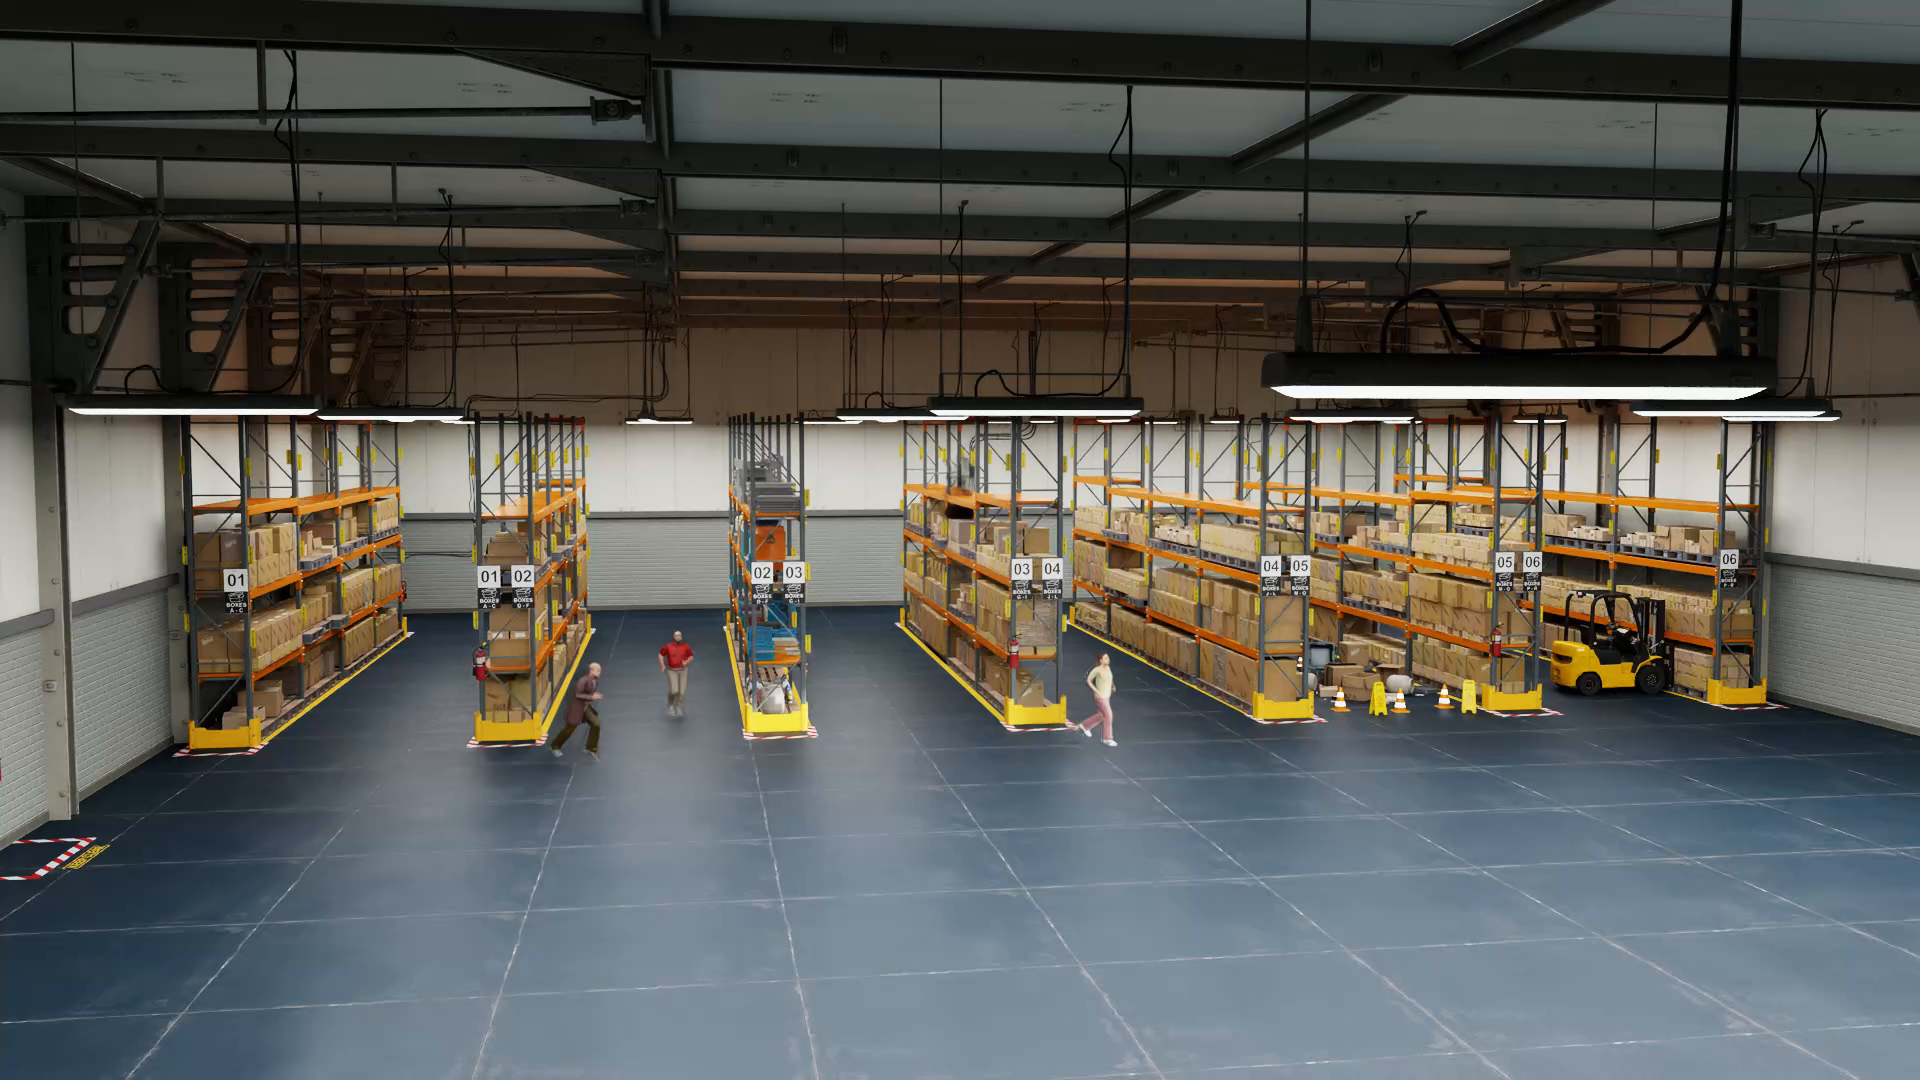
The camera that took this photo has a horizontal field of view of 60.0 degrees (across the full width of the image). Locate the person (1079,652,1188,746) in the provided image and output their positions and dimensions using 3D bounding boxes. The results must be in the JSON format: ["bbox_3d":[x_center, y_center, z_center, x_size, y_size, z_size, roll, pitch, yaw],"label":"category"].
[{"bbox_3d":[3.560,2.494,35.348,5.413,1.690,10.331,3,5,36],"label":"person"}]

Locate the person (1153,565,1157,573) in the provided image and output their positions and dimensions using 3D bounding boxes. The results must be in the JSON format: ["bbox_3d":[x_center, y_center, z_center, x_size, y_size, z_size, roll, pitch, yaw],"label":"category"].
[{"bbox_3d":[5.536,1.590,47.732,0.646,1.771,0.688,-2,4,-23],"label":"person"}]

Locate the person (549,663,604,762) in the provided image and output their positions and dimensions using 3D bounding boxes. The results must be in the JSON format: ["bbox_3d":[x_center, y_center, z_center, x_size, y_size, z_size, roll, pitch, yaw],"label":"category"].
[{"bbox_3d":[-6.569,2.962,28.550,1.079,1.755,0.752,1,4,16],"label":"person"}]

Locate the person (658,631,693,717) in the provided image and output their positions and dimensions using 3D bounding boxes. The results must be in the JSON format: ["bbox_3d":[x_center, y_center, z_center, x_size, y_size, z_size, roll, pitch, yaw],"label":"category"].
[{"bbox_3d":[-5.565,2.639,32.771,0.647,1.698,0.659,-2,4,-22],"label":"person"}]
